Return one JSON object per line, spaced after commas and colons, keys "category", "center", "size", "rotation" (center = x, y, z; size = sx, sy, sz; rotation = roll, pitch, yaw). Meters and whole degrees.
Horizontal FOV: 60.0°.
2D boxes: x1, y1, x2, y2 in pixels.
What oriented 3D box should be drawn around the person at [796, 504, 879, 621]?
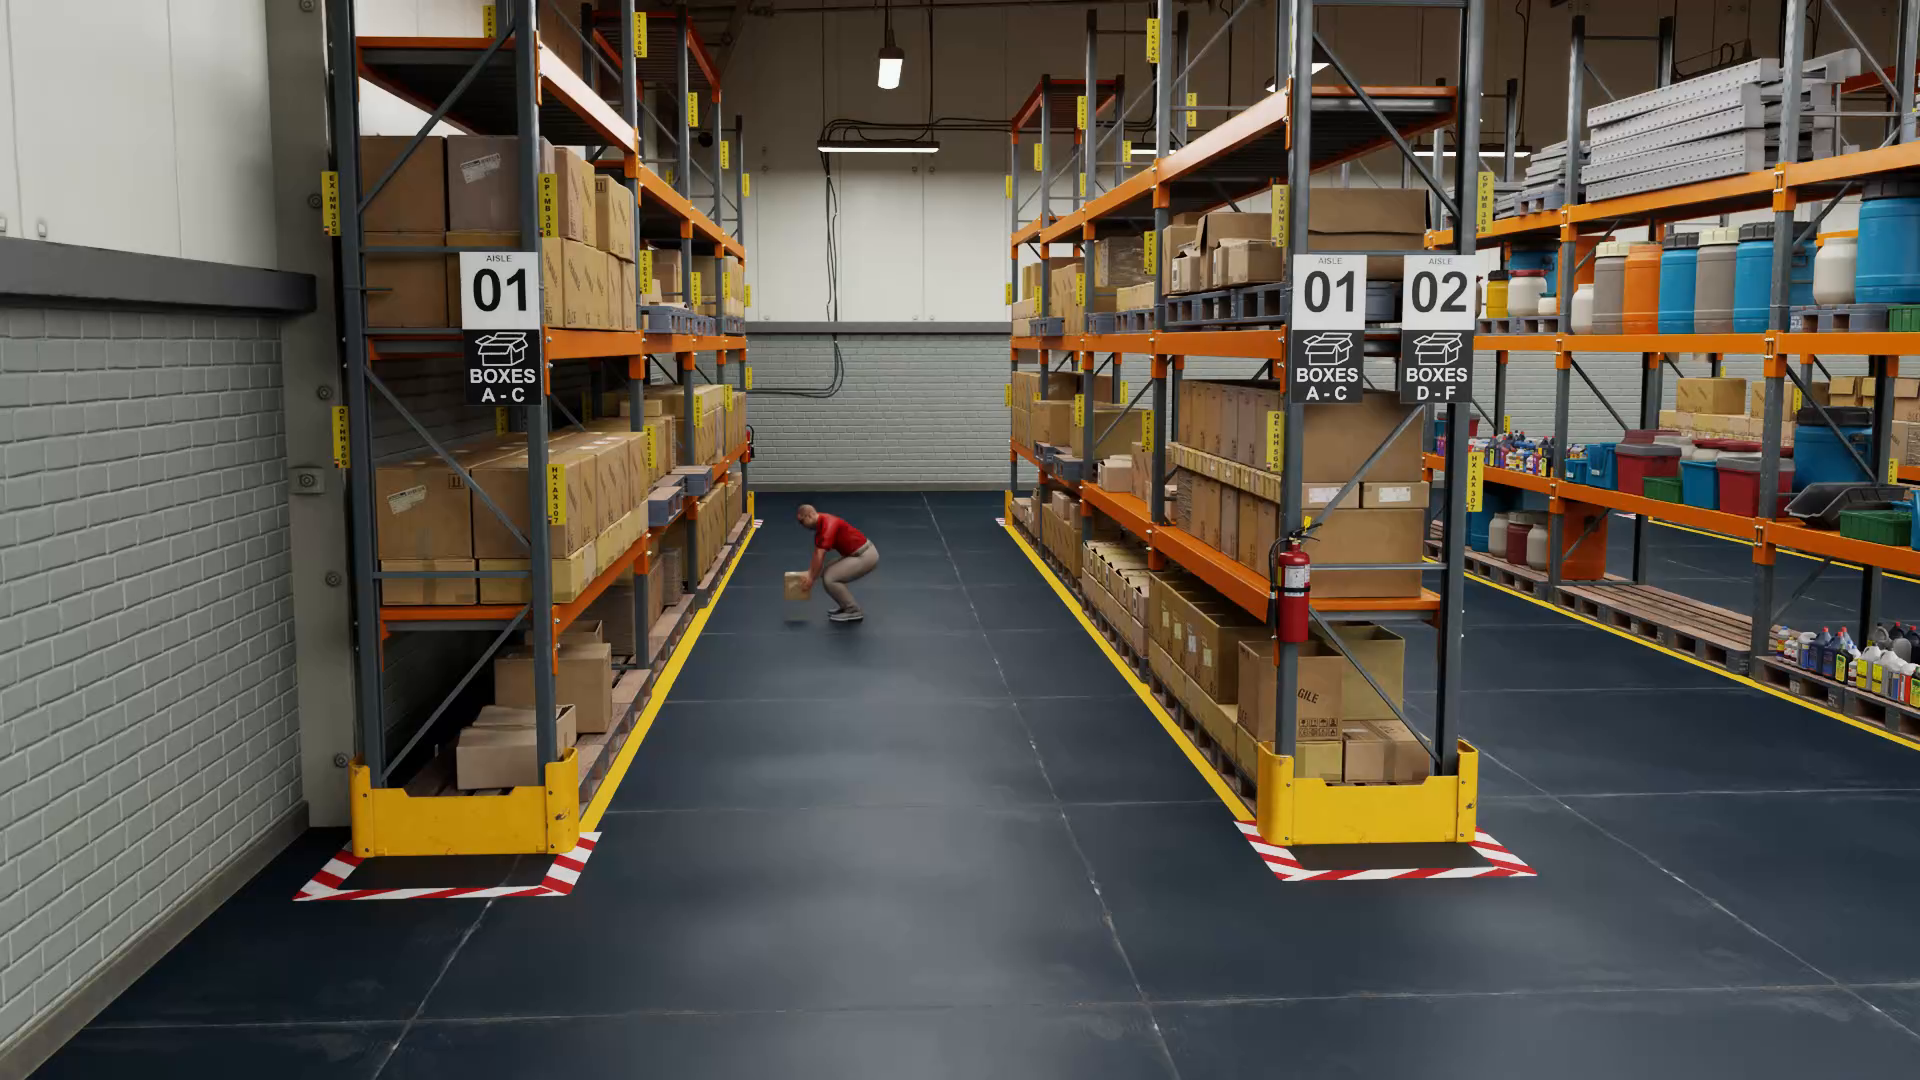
{"category": "person", "center": [-1.208, 0.213, 16.467], "size": [0.813, 1.155, 0.573], "rotation": [0, 7, -4]}
